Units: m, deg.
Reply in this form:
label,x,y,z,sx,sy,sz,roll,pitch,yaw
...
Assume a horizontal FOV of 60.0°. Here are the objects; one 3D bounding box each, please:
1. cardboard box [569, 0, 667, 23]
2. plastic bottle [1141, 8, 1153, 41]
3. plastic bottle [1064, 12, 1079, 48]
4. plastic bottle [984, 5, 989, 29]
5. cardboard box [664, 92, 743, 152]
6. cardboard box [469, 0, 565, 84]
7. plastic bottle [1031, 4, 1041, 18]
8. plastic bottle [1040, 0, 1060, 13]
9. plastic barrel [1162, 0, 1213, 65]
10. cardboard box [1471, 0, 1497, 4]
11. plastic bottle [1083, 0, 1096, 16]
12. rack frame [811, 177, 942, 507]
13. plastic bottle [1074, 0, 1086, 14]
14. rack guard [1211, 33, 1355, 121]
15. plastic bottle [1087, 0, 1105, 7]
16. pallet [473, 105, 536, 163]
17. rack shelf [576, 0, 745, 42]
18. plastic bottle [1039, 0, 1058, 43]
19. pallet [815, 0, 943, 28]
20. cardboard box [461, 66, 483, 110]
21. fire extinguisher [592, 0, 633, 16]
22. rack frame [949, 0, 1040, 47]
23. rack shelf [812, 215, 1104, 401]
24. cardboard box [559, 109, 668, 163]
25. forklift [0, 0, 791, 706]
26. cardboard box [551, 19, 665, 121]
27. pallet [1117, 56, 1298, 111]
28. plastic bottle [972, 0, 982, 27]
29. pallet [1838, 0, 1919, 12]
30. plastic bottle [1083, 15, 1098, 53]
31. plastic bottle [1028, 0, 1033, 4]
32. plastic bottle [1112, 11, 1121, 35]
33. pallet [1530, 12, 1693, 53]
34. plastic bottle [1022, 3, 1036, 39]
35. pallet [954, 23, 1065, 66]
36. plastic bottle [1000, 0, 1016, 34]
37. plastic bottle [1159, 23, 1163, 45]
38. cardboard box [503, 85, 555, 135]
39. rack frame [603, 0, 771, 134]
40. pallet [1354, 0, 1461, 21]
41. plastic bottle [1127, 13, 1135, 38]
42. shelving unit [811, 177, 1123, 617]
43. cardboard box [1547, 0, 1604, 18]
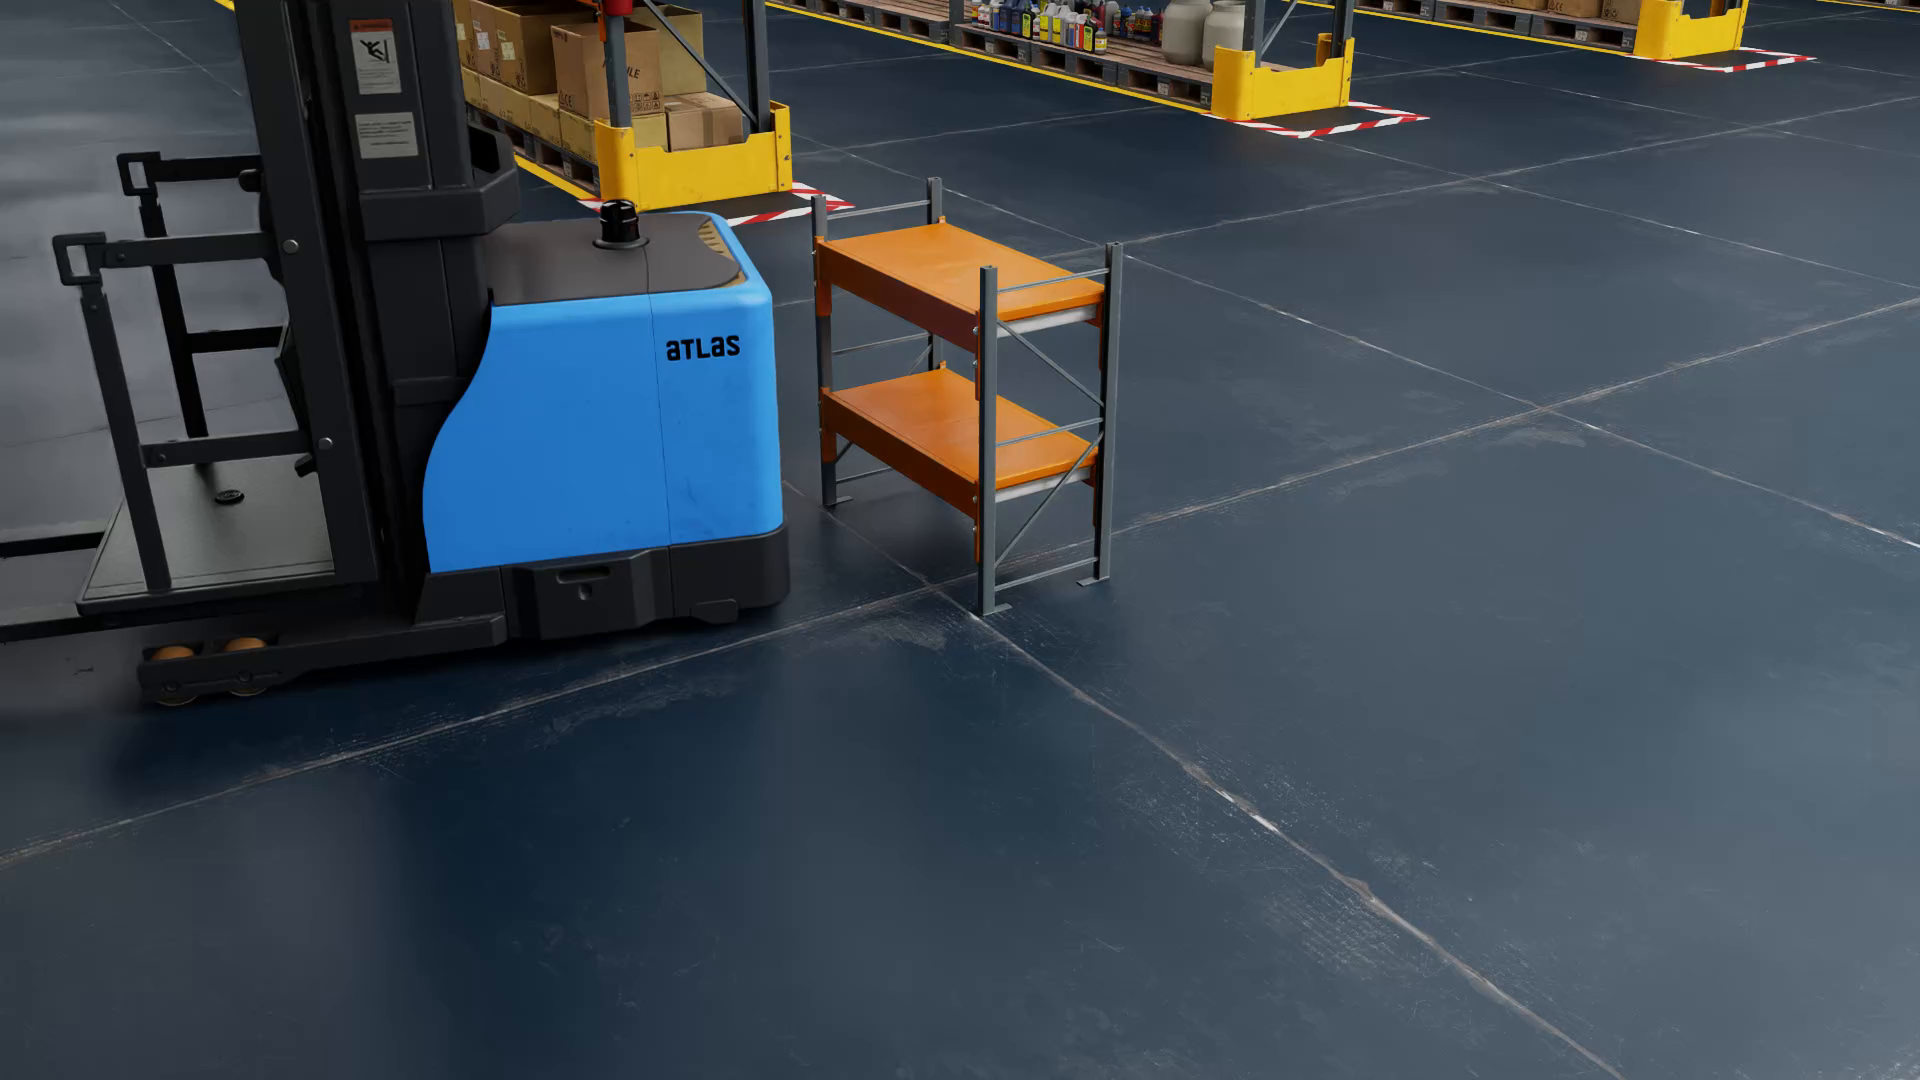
label,x,y,z,sx,sy,sz,roll,pitch,yaw
cardboard box,-2.284,-3.366,11.217,0.500,0.500,0.500,-16,29,-30
plastic bottle,1.617,-4.445,14.332,0.097,0.271,0.097,0,25,0
plastic bottle,0.972,-4.304,14.028,0.152,0.276,0.135,-16,30,-31
plastic bottle,0.267,-4.711,14.978,0.097,0.201,0.097,0,25,0
cardboard box,-1.726,-2.673,10.627,0.500,0.250,0.500,-16,29,-30
cardboard box,-2.992,-3.424,11.340,0.500,0.500,0.500,-16,29,-30
plastic bottle,0.657,-4.535,14.523,0.097,0.271,0.097,0,25,0
plastic bottle,0.821,-4.871,15.141,0.144,0.351,0.185,-16,29,-30
plastic barrel,1.836,-4.097,13.338,0.421,0.512,0.421,0,25,0
cardboard box,5.407,-5.721,16.791,0.500,0.500,0.500,-19,31,-34
plastic bottle,1.151,-4.657,14.767,0.061,0.283,0.133,-16,29,-30
rack frame,-0.281,-0.693,5.900,0.500,1.125,0.032,-16,29,-30
plastic bottle,1.047,-4.836,15.067,0.144,0.351,0.185,-17,30,-32
rack guard,2.452,-3.521,12.624,1.175,0.500,0.348,-16,29,-30
plastic bottle,1.223,-4.720,14.823,0.144,0.351,0.185,-16,29,-30
pallet,-2.734,-2.921,11.691,1.003,0.211,1.213,-16,29,-30
rack shelf,-2.711,-3.873,11.283,1.077,0.370,4.000,-16,29,-30
plastic bottle,0.777,-4.462,14.277,0.144,0.351,0.185,-16,30,-30
pallet,-0.782,-5.514,17.183,1.003,0.211,1.213,-16,29,-30
cardboard box,-3.267,-3.263,11.878,0.500,0.250,0.500,-16,29,-30
fire extinguisher,-1.944,-3.297,9.311,0.296,0.674,0.183,-16,29,-30
rack frame,0.349,-6.066,15.087,1.000,3.000,0.127,-16,29,-30
rack shelf,-0.004,-0.776,5.390,0.538,0.278,1.000,-16,29,-30
cardboard box,-2.160,-2.552,10.371,0.500,0.250,0.500,-16,29,-30
forklift,-2.109,-1.103,4.653,3.031,2.935,1.130,-7,26,-14
cardboard box,-2.162,-2.891,10.210,0.500,0.500,0.500,-16,29,-30
pallet,2.013,-3.683,13.304,1.003,0.211,1.213,-16,29,-30
plastic bottle,0.156,-4.815,15.117,0.097,0.271,0.097,0,25,0
pallet,10.391,-5.916,18.036,1.003,0.211,1.213,-16,29,-30
plastic bottle,1.084,-4.199,13.797,0.061,0.283,0.133,-15,29,-28
plastic bottle,0.563,-4.716,14.813,0.144,0.351,0.185,-16,29,-30
plastic bottle,1.396,-4.558,14.653,0.097,0.201,0.097,0,25,0
pallet,6.227,-4.855,15.787,1.003,0.211,1.213,-16,29,-30
plastic bottle,0.600,-4.515,14.468,0.061,0.283,0.133,-14,29,-27
pallet,0.681,-4.555,15.153,1.003,0.211,1.213,-16,29,-30
plastic bottle,0.442,-4.682,14.742,0.144,0.351,0.185,-15,29,-28
plastic bottle,1.747,-4.327,14.165,0.097,0.201,0.097,0,25,0
cardboard box,-2.717,-2.907,11.122,0.500,0.250,0.500,-16,29,-30
rack frame,-1.620,-3.483,9.614,1.000,3.000,0.127,-16,29,-30
pallet,4.895,-5.728,17.636,1.003,0.211,1.213,-16,29,-30
plastic bottle,1.508,-4.484,14.498,0.097,0.201,0.097,0,25,0
shelving unit,-0.004,-0.511,5.515,0.538,1.125,1.048,-16,29,-30
cardboard box,6.001,-5.283,15.862,0.500,0.500,0.500,-8,26,-16
